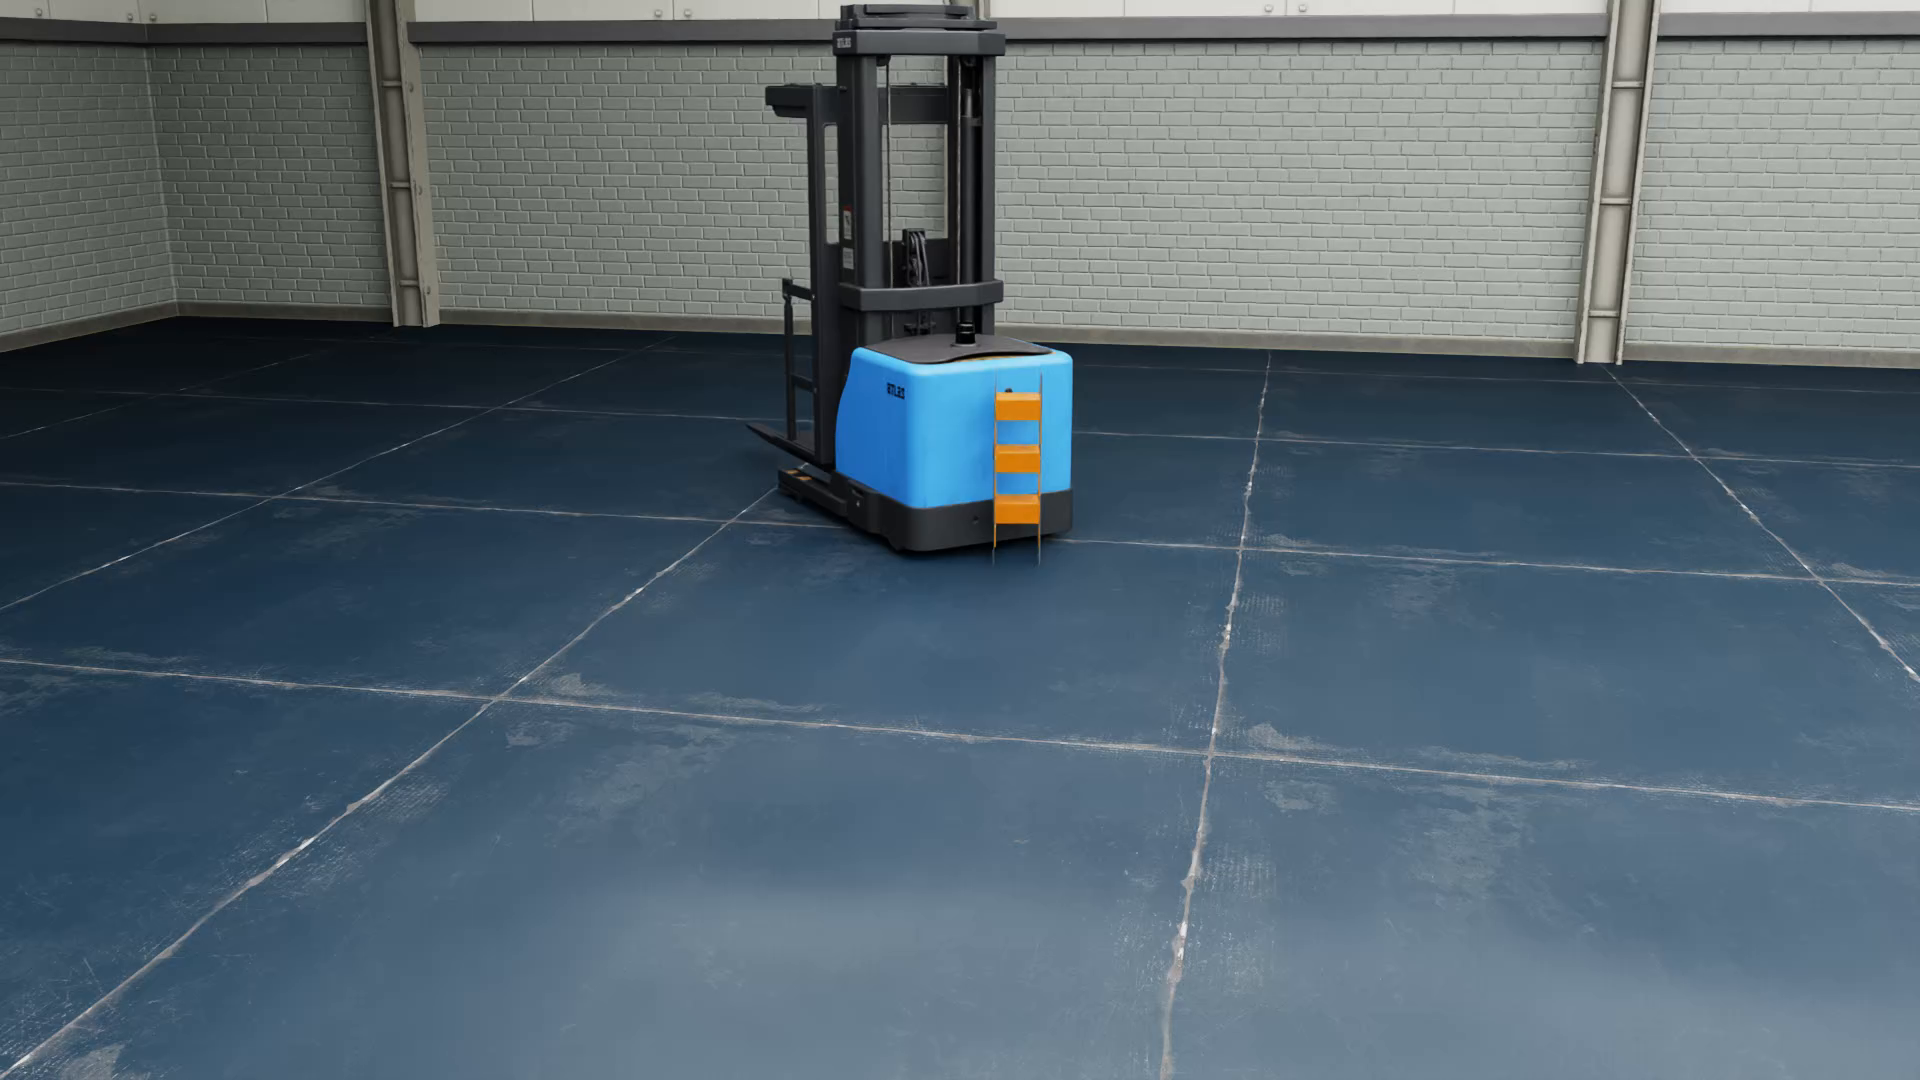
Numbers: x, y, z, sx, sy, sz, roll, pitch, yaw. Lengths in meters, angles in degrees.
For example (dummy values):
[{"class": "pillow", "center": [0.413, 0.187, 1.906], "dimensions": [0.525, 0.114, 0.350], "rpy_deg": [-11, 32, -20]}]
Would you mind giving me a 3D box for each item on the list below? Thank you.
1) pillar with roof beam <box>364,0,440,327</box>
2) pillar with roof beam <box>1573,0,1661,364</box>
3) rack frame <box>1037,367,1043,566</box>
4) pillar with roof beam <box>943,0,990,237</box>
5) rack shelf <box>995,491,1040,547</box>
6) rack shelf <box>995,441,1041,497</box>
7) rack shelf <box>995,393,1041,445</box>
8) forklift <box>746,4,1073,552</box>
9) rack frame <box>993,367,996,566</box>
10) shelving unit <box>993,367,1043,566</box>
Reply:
[{"class": "pillar with roof beam", "center": [-6.673, -5.518, 12.556], "dimensions": [0.400, 9.000, 9.100], "rpy_deg": [3, 16, 11]}, {"class": "pillar with roof beam", "center": [5.087, -4.880, 10.251], "dimensions": [0.400, 9.000, 9.100], "rpy_deg": [3, 16, 11]}, {"class": "rack frame", "center": [0.429, -0.393, 8.943], "dimensions": [0.008, 1.050, 0.200], "rpy_deg": [0, 15, 0]}, {"class": "pillar with roof beam", "center": [-0.793, -5.199, 11.403], "dimensions": [0.400, 9.000, 9.100], "rpy_deg": [3, 16, 11]}, {"class": "rack shelf", "center": [0.307, -0.115, 9.020], "dimensions": [0.240, 0.259, 0.215], "rpy_deg": [0, 15, 0]}, {"class": "rack shelf", "center": [0.307, -0.383, 8.946], "dimensions": [0.240, 0.259, 0.215], "rpy_deg": [0, 15, 0]}, {"class": "rack shelf", "center": [0.307, -0.656, 8.870], "dimensions": [0.240, 0.259, 0.215], "rpy_deg": [0, 15, 0]}, {"class": "forklift", "center": [-0.491, -1.694, 10.119], "dimensions": [1.130, 2.935, 3.031], "rpy_deg": [-8, 17, -27]}, {"class": "rack frame", "center": [0.185, -0.393, 8.944], "dimensions": [0.008, 1.050, 0.200], "rpy_deg": [0, 15, 0]}, {"class": "shelving unit", "center": [0.307, -0.393, 8.943], "dimensions": [0.252, 1.050, 0.215], "rpy_deg": [0, 15, 0]}]
